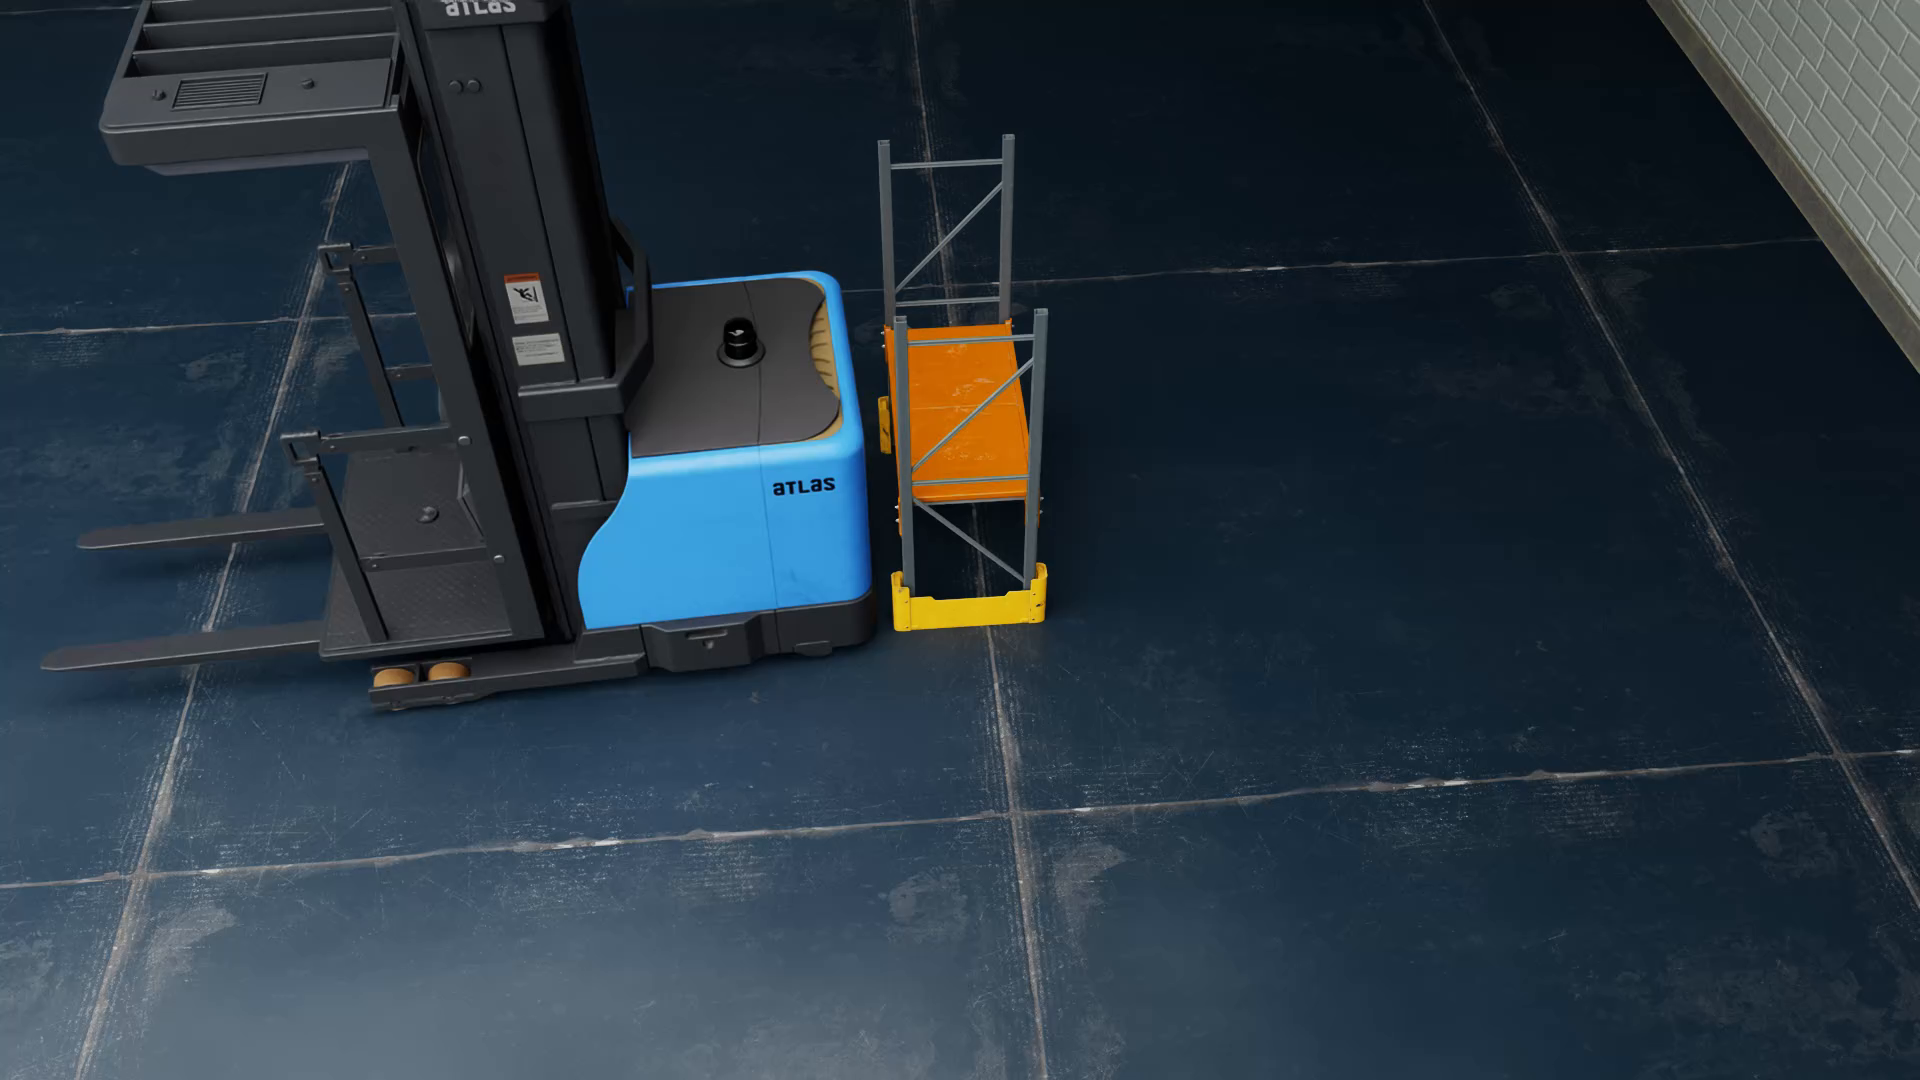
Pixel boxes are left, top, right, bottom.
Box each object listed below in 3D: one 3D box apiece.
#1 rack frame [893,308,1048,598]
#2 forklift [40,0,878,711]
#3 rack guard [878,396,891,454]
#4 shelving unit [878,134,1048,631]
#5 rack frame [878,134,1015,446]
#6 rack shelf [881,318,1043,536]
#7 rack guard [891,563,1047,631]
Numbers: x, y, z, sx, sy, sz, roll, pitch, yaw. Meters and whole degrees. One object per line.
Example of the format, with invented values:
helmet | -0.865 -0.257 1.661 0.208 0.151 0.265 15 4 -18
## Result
rack frame | 0.035 -0.210 5.916 0.500 1.500 0.032 -3 47 -3
forklift | -1.873 -0.791 5.480 3.031 2.935 1.130 -6 47 -6
rack guard | -0.048 -0.501 7.053 0.587 0.250 0.087 -3 47 -3
shelving unit | -0.006 -0.571 6.258 0.587 1.500 1.083 -3 47 -3
rack frame | -0.050 -0.945 6.612 0.500 1.500 0.032 -3 47 -3
rack shelf | -0.007 -0.454 6.395 0.538 0.185 1.000 -3 47 -3
rack guard | 0.035 0.219 6.370 0.587 0.250 0.087 -3 47 -3
